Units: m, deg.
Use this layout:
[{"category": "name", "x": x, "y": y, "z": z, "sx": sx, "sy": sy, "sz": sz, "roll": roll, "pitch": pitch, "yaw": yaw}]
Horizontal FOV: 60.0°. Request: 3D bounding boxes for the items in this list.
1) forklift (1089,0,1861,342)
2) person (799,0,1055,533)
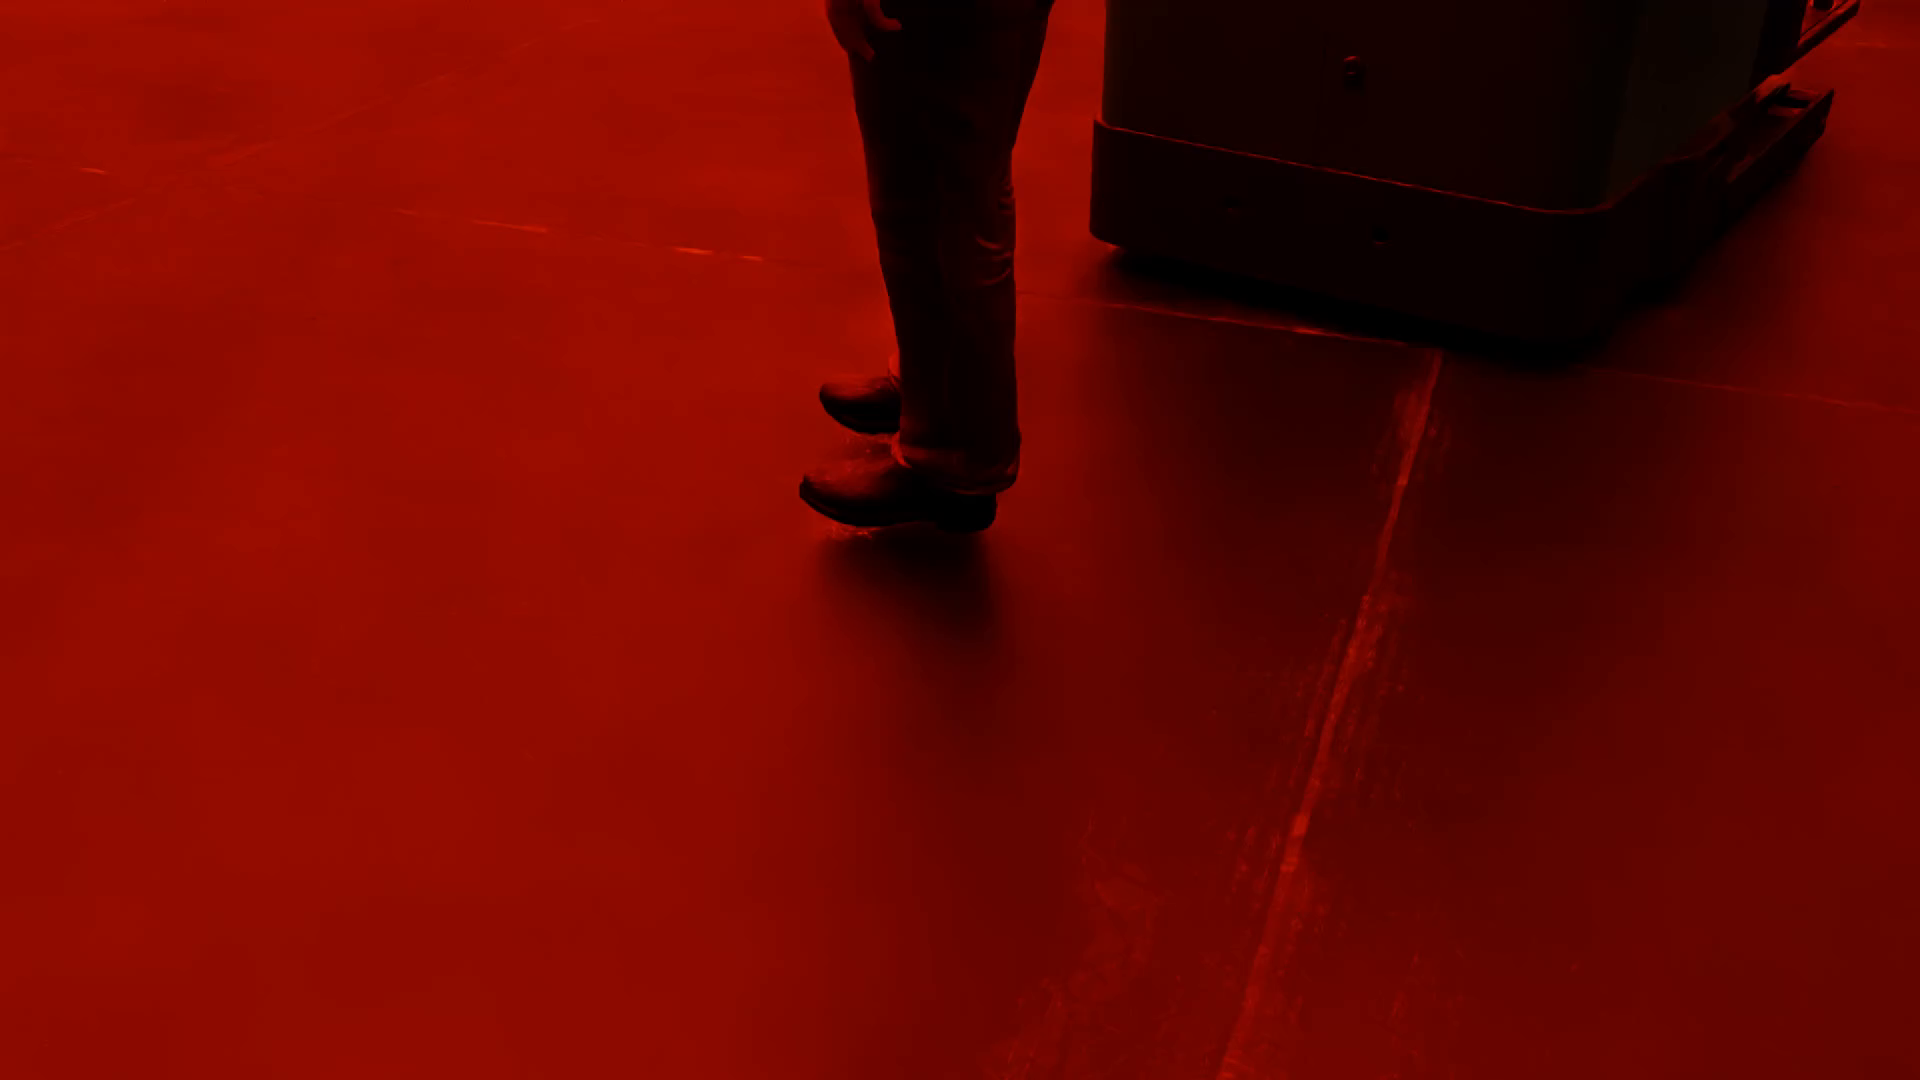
[{"category": "forklift", "x": 1.552, "y": -2.300, "z": 3.586, "sx": 1.130, "sy": 2.935, "sz": 3.031, "roll": 20, "pitch": 35, "yaw": 31}, {"category": "person", "x": -0.056, "y": -0.804, "z": 2.078, "sx": 0.567, "sy": 1.720, "sz": 0.632, "roll": 10, "pitch": 31, "yaw": 18}]
